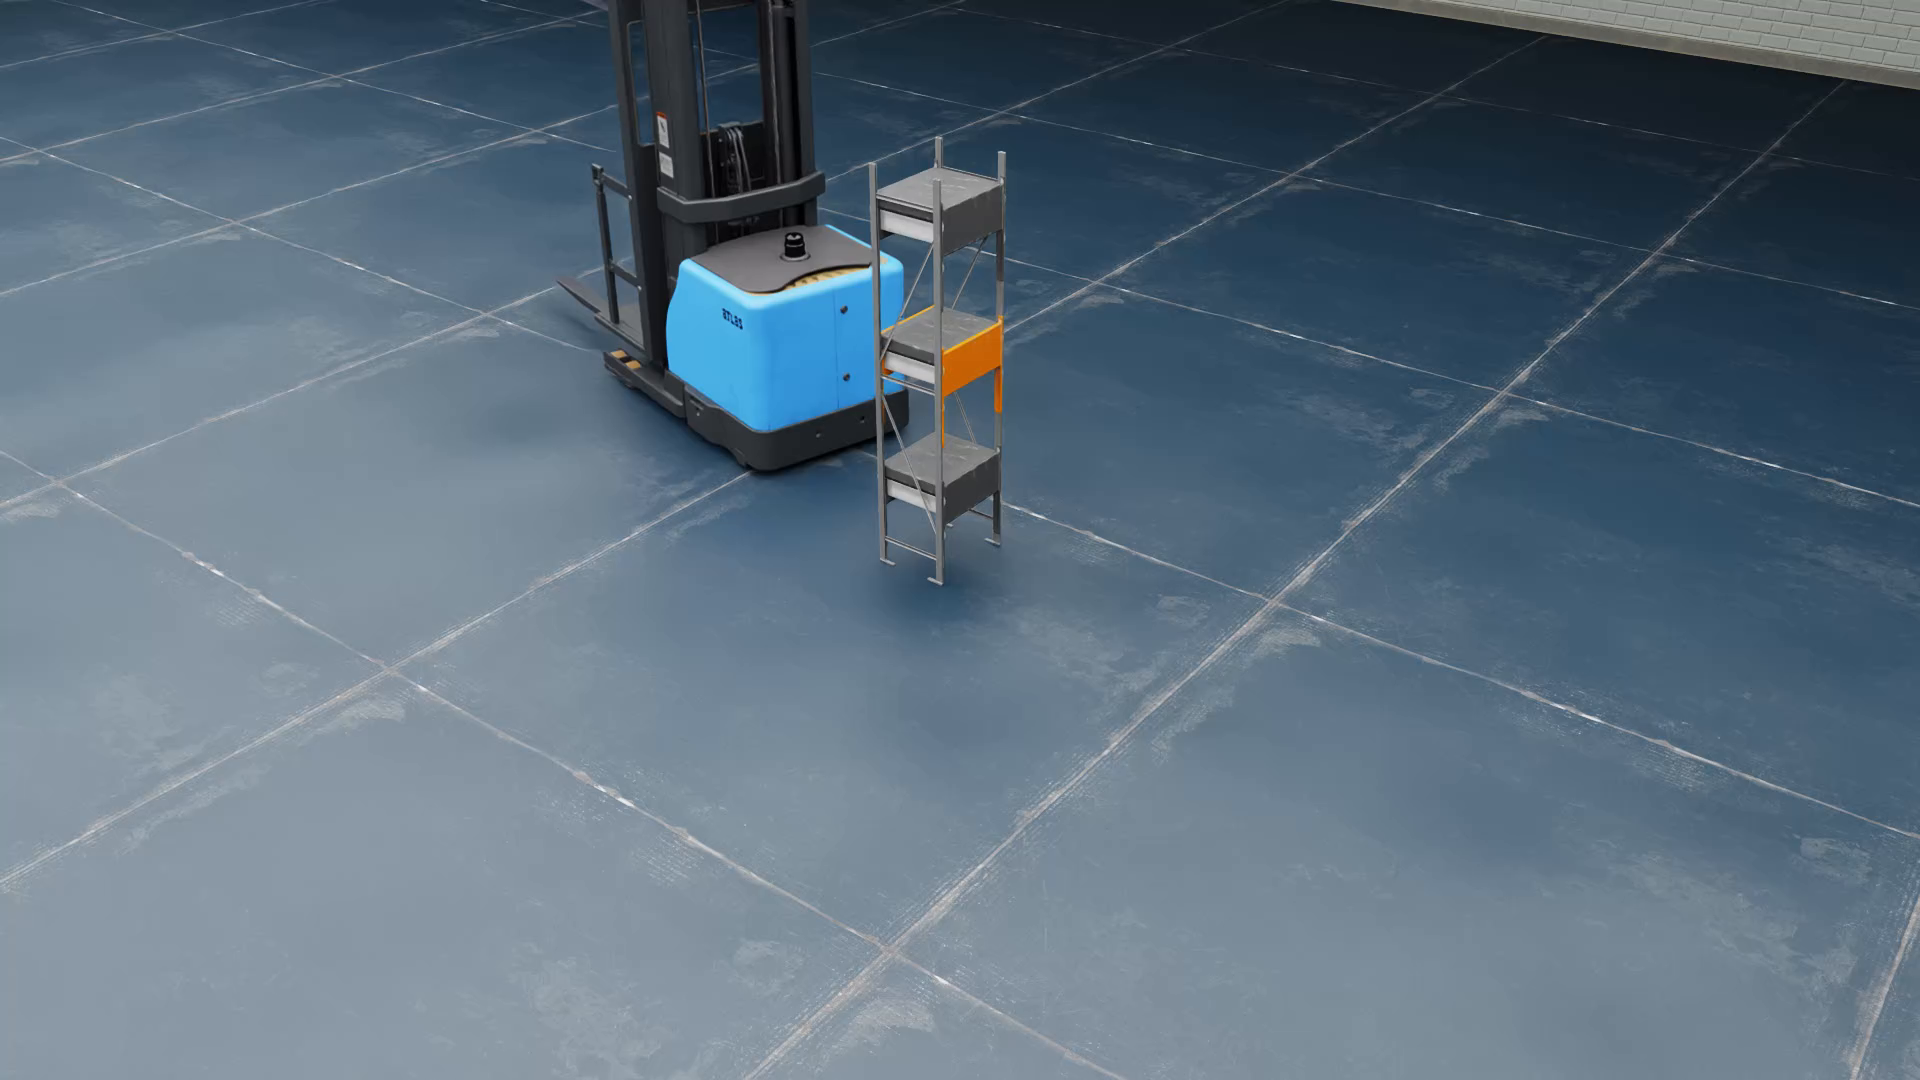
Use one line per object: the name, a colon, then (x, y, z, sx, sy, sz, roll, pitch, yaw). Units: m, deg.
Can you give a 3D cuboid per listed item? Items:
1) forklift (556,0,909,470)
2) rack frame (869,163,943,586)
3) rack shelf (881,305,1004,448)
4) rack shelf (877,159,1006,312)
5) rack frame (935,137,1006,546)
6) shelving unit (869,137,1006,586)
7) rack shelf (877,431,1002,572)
forklift: (-1.584, -2.342, 9.827, 1.130, 2.935, 3.031, -21, 36, -31)
rack frame: (-0.247, -0.737, 7.934, 0.400, 2.100, 0.015, 21, 37, 31)
rack shelf: (-0.100, -0.824, 8.108, 0.431, 0.518, 0.480, 21, 37, 31)
rack shelf: (-0.100, -1.426, 7.751, 0.431, 0.518, 0.480, 21, 37, 31)
rack frame: (0.047, -0.935, 8.269, 0.400, 2.100, 0.015, 21, 37, 31)
shelving unit: (-0.100, -0.836, 8.101, 0.431, 2.100, 0.503, 21, 37, 31)
rack shelf: (-0.100, -0.222, 8.465, 0.431, 0.518, 0.480, 21, 37, 31)
